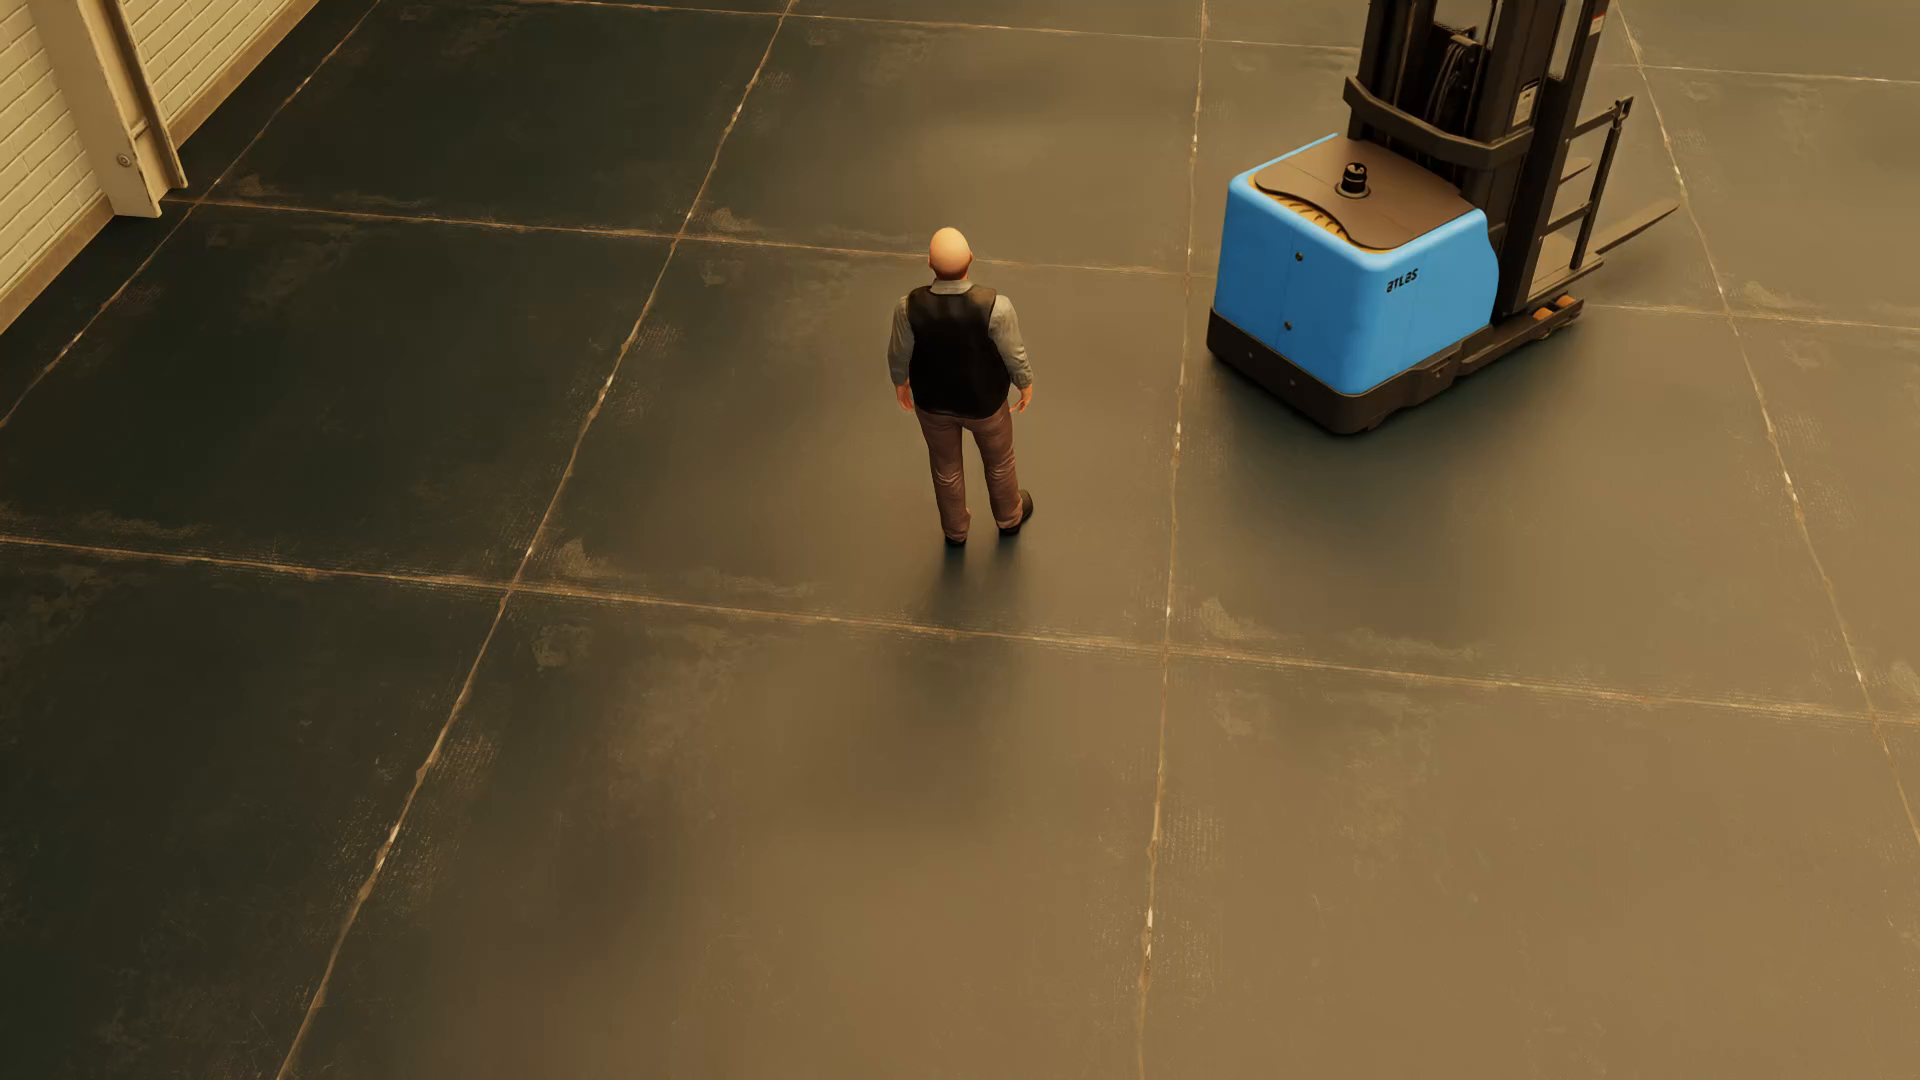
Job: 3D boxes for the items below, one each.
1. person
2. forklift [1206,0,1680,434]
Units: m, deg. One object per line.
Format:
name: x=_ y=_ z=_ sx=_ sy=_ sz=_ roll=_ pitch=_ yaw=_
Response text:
person: x=0.016 y=-0.680 z=7.348 sx=0.632 sy=1.720 sz=0.568 roll=5 pitch=43 yaw=6
forklift: x=2.800 y=-2.435 z=8.376 sx=3.031 sy=2.935 sz=1.130 roll=-28 pitch=49 yaw=-27
